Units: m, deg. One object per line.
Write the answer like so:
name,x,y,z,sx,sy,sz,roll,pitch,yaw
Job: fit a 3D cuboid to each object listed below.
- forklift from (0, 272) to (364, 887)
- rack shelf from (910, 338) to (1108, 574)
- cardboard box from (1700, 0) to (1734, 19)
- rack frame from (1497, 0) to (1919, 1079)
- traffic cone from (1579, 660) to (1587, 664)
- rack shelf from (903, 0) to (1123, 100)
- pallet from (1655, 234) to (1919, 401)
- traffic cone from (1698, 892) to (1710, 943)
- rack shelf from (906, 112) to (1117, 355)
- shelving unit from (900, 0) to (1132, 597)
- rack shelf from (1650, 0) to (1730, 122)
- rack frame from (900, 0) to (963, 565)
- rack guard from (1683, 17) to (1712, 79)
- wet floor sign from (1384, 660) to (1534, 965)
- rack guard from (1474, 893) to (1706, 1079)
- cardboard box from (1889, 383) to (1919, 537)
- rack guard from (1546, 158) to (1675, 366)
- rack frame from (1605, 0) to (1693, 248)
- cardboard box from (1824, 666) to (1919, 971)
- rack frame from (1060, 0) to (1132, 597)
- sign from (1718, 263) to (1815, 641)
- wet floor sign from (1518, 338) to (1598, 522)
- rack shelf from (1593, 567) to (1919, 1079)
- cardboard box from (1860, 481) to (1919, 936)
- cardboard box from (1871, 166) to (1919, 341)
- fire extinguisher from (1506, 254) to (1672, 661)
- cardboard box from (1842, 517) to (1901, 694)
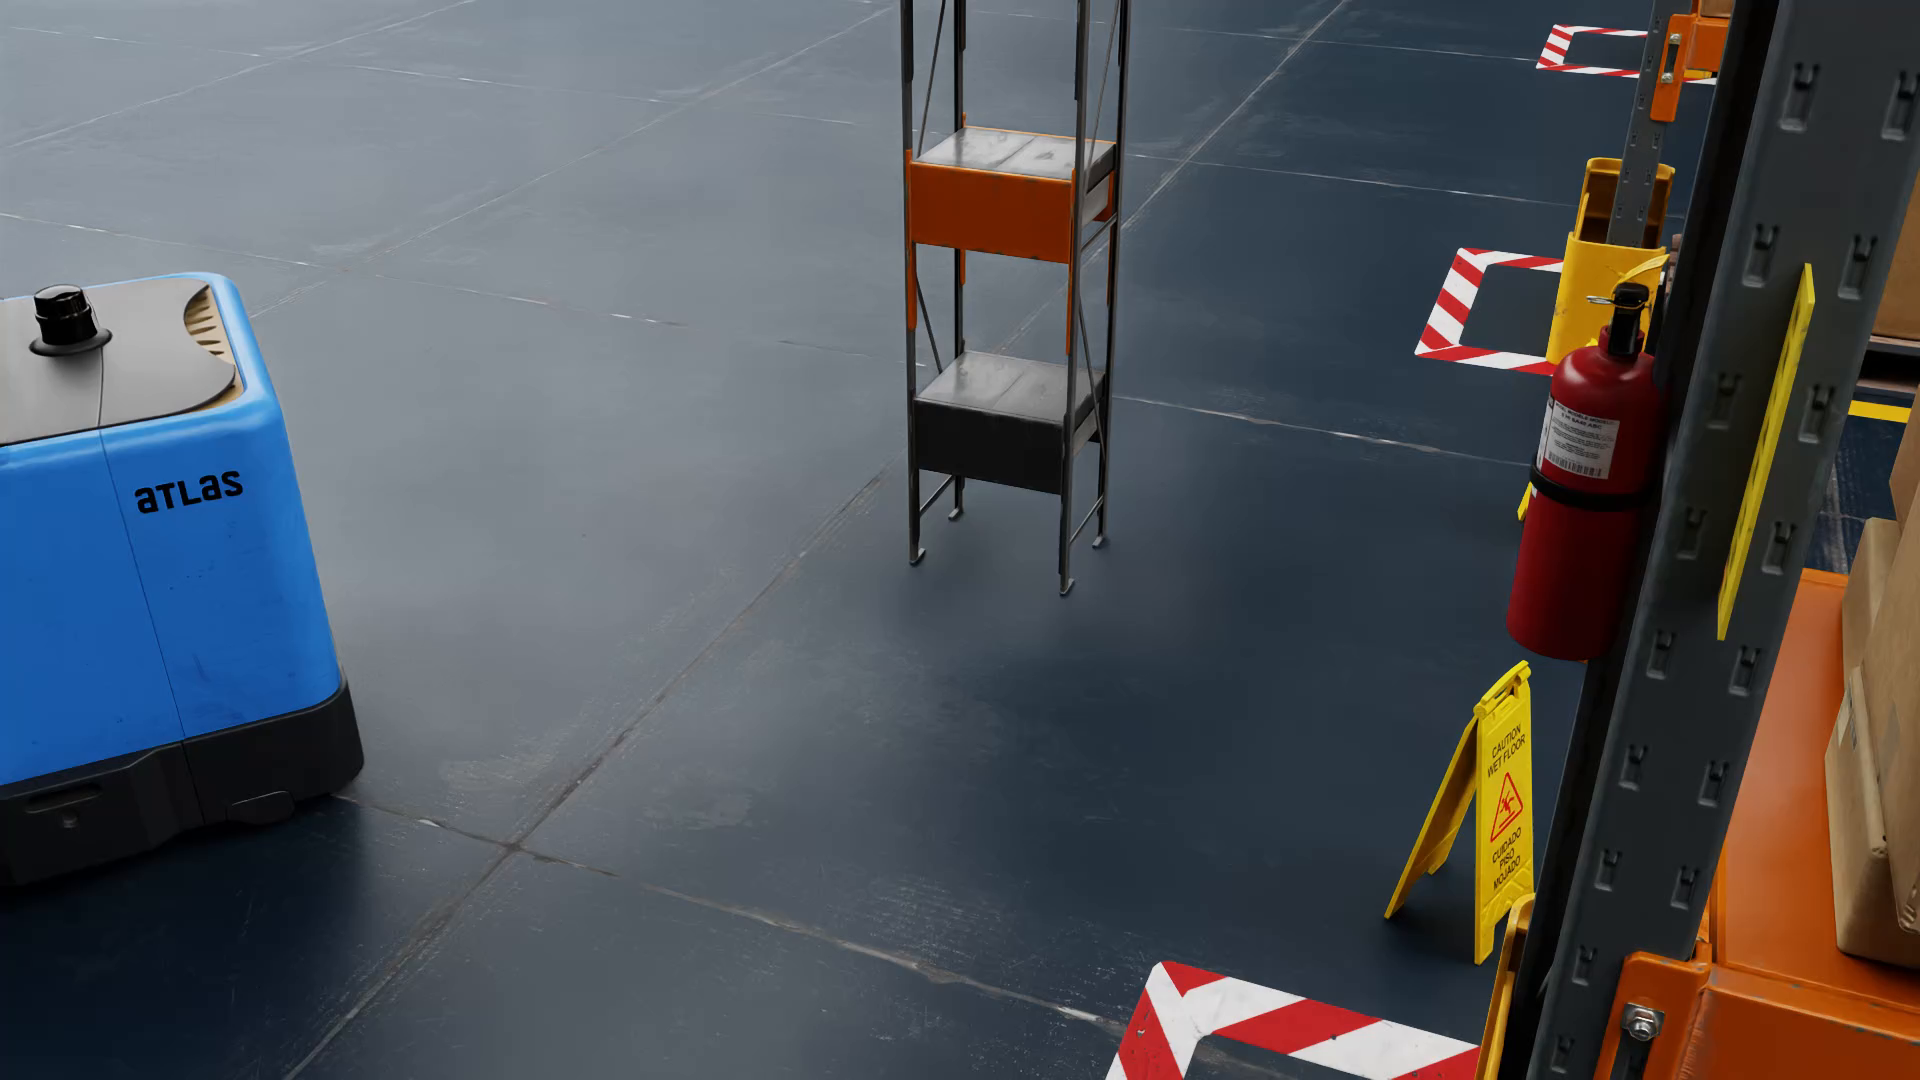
forklift,-3.026,-0.516,3.185,3.031,2.935,1.130,-14,32,-23
rack shelf,0.153,-0.262,5.030,0.480,0.518,0.431,11,31,19
cardboard box,3.032,-2.236,6.005,0.550,0.550,0.875,11,31,19
rack frame,0.903,0.059,2.098,0.053,2.616,0.949,11,31,19
traffic cone,1.890,0.084,4.631,0.334,0.463,0.336,11,31,19
rack shelf,0.153,-1.481,4.341,0.480,0.518,0.431,11,31,19
pallet,3.442,-0.892,6.614,1.213,0.211,1.003,11,31,19
traffic cone,1.787,0.653,3.625,0.334,0.463,0.336,11,31,19
rack shelf,0.153,-0.872,4.686,0.480,0.518,0.431,11,31,19
shelving unit,0.153,-0.883,4.679,0.503,2.100,0.431,11,31,19
rack shelf,4.525,-1.535,5.649,4.000,0.370,1.077,11,31,19
rack frame,-0.073,-0.929,4.759,0.015,2.100,0.400,11,31,19
rack guard,4.700,-3.359,10.685,0.348,0.500,1.175,11,31,19
wet floor sign,1.130,0.559,3.605,0.232,0.644,0.267,24,37,36
rack guard,0.974,1.159,2.691,0.348,0.500,1.175,11,31,19
cardboard box,1.510,-0.141,2.047,0.500,0.500,0.500,11,31,18
rack guard,2.649,-1.135,6.750,0.348,0.500,1.175,11,31,19
rack frame,2.671,-2.219,6.127,0.127,3.000,1.000,11,31,19
cardboard box,1.141,0.324,1.884,0.250,0.149,0.380,11,31,19
rack frame,0.379,-0.838,4.599,0.015,2.100,0.400,11,31,19
sign,0.700,-0.072,1.450,0.005,0.325,0.100,11,31,19
wet floor sign,1.900,-0.296,5.118,0.232,0.644,0.267,6,30,11
rack shelf,2.757,0.740,1.623,4.000,0.370,1.077,11,31,19
cardboard box,1.239,0.098,1.624,0.500,0.500,0.500,11,31,18
cardboard box,3.325,-1.381,6.378,0.875,0.875,0.875,11,31,19
fire extinguisher,0.971,-0.141,2.529,0.183,0.674,0.296,11,31,19
cardboard box,1.331,0.138,2.213,0.250,0.149,0.380,12,32,21
